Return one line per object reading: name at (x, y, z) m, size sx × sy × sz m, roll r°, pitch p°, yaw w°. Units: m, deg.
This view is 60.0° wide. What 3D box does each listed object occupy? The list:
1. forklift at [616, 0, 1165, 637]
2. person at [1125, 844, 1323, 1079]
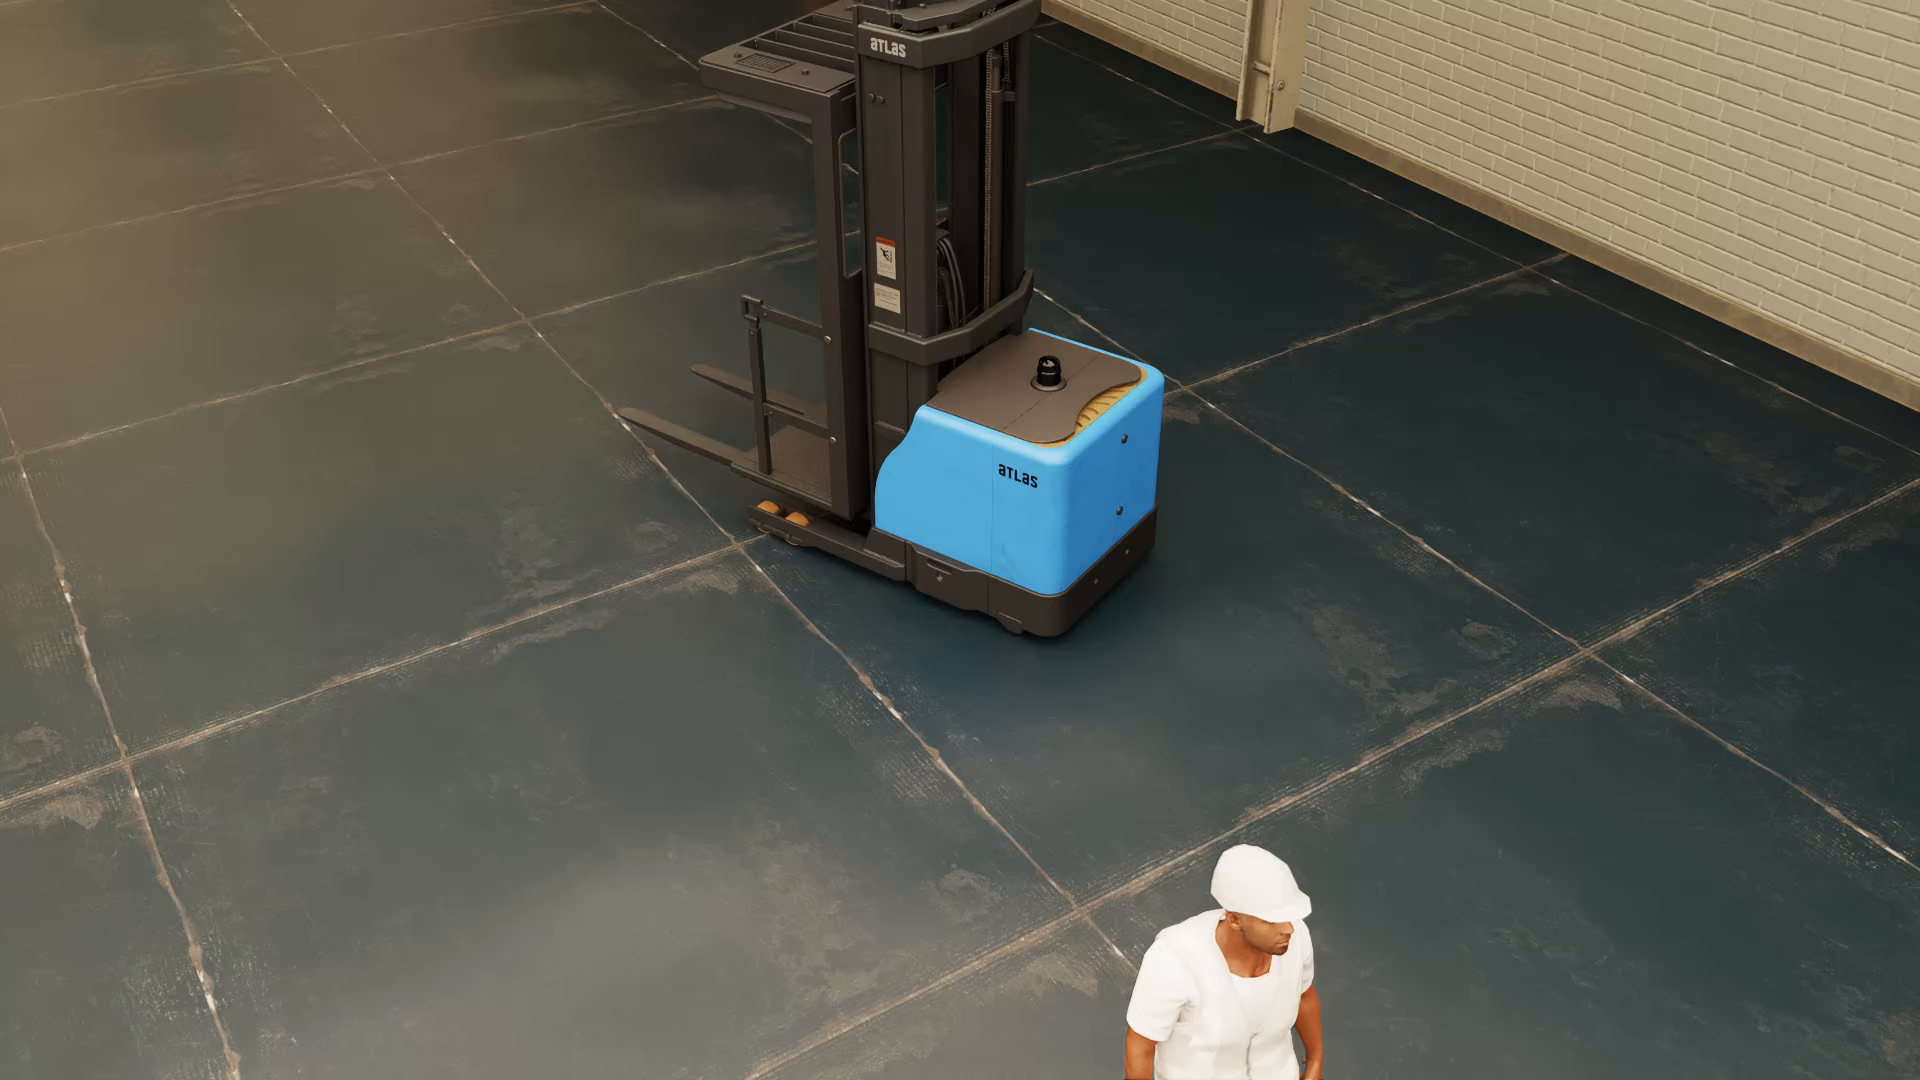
forklift at (-0.500, -1.399, 8.138) m, size 3.031 × 2.935 × 1.130 m, roll 22°, pitch 41°, yaw 28°
person at (0.810, 1.639, 4.815) m, size 0.665 × 1.765 × 0.577 m, roll -17°, pitch 38°, yaw -22°
